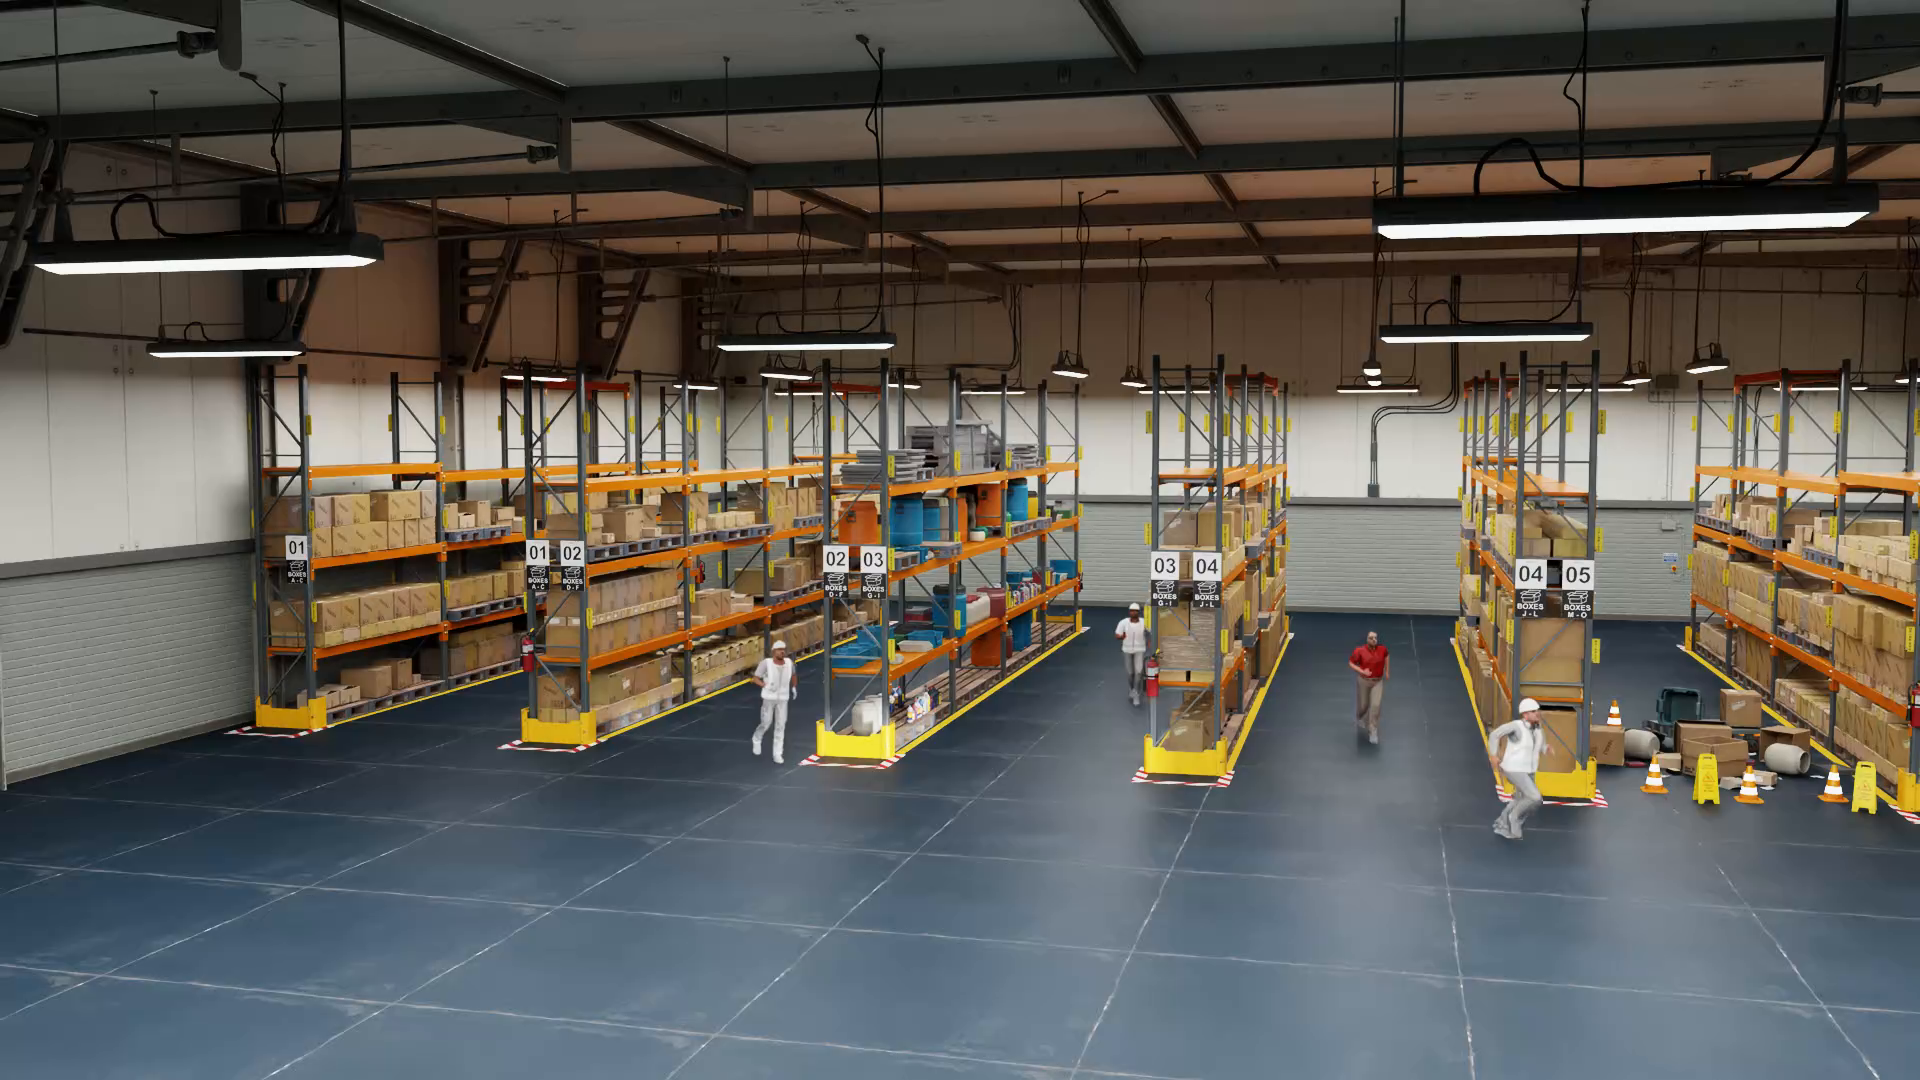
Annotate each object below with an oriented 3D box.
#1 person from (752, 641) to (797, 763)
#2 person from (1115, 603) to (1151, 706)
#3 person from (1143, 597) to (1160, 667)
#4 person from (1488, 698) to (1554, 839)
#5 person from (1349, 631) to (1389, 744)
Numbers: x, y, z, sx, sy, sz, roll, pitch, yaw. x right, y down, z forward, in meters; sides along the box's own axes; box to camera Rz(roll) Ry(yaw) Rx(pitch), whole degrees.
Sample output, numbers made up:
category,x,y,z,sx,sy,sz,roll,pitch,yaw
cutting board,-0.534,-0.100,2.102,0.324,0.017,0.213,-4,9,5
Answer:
category,x,y,z,sx,sy,sz,roll,pitch,yaw
person,-2.748,2.391,24.921,0.717,1.777,0.867,-2,4,-23
person,3.141,2.045,29.998,0.677,1.823,0.738,1,4,14
person,4.071,1.770,34.047,0.648,1.759,0.640,1,4,11
person,6.728,2.748,19.871,0.690,1.723,0.766,-2,5,-32
person,6.554,2.313,26.626,0.685,1.741,1.031,0,4,0
